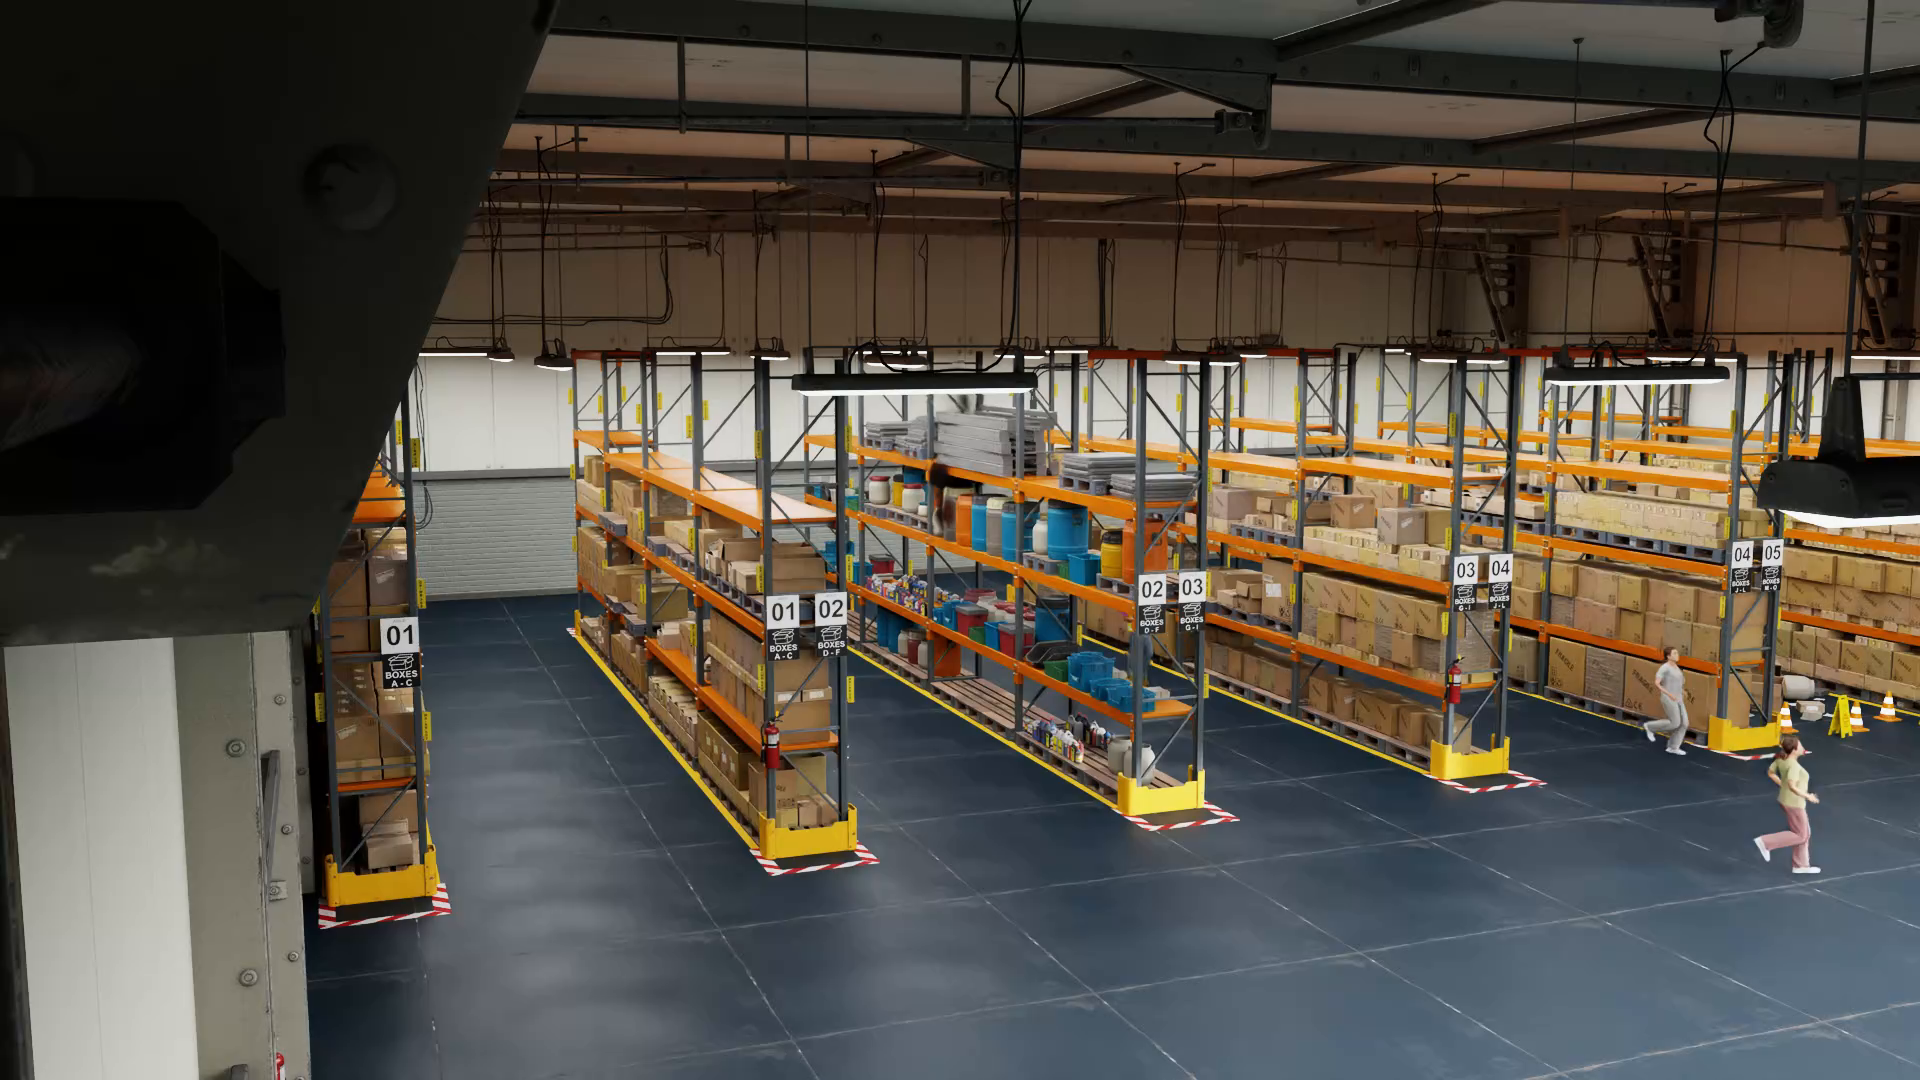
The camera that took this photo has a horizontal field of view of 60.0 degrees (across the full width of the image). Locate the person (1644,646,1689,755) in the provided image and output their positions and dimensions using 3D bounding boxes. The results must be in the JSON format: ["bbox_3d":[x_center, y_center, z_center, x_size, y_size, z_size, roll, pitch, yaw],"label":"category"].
[{"bbox_3d":[10.742,2.409,25.167,0.557,1.618,0.646,-5,9,-36],"label":"person"}]

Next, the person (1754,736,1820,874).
[{"bbox_3d":[9.717,3.105,19.509,0.776,1.637,0.579,1,7,5],"label":"person"}]

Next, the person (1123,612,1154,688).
[{"bbox_3d":[3.122,1.635,28.661,0.677,1.857,0.679,-4,8,-27],"label":"person"}]
